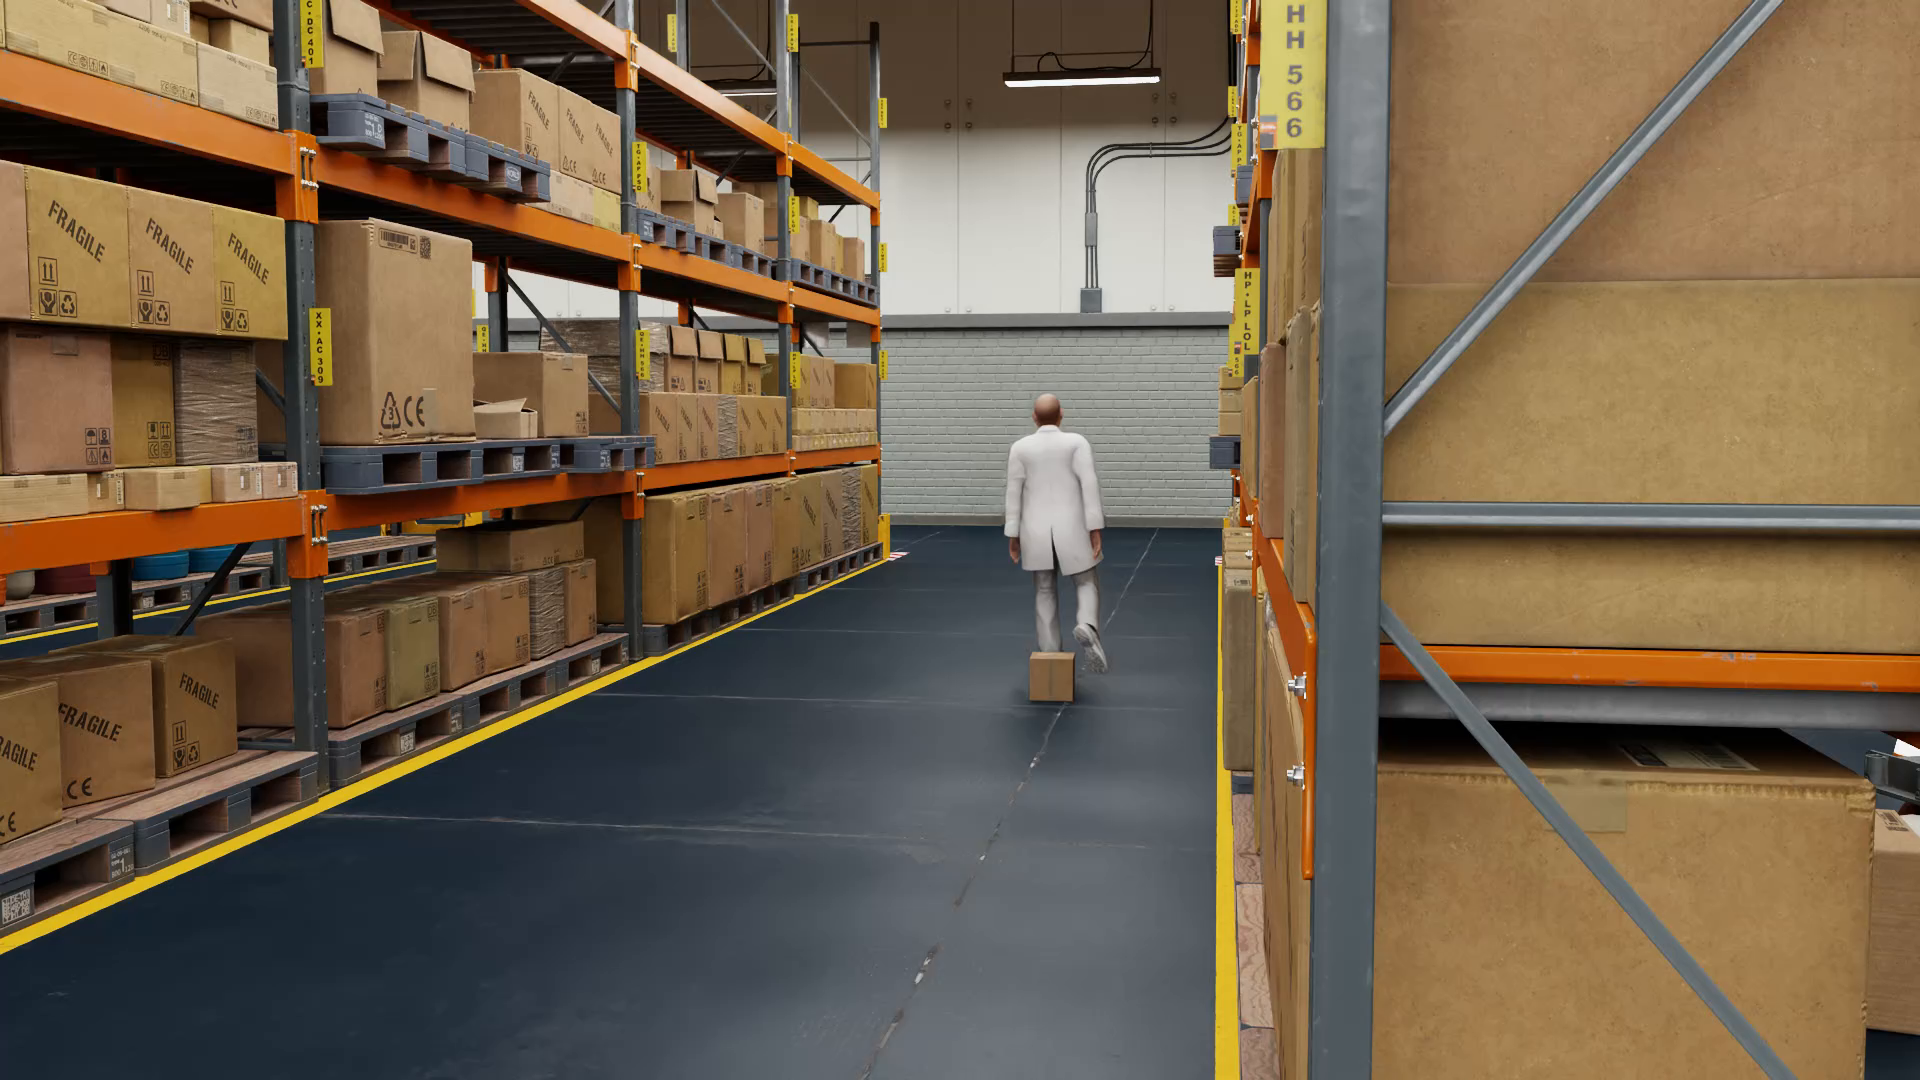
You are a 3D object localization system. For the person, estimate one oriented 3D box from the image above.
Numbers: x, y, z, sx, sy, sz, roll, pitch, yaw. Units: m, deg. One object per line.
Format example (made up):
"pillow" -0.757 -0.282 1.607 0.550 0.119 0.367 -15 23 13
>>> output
"person" 0.600 -0.031 10.440 0.677 1.770 0.594 1 4 9
